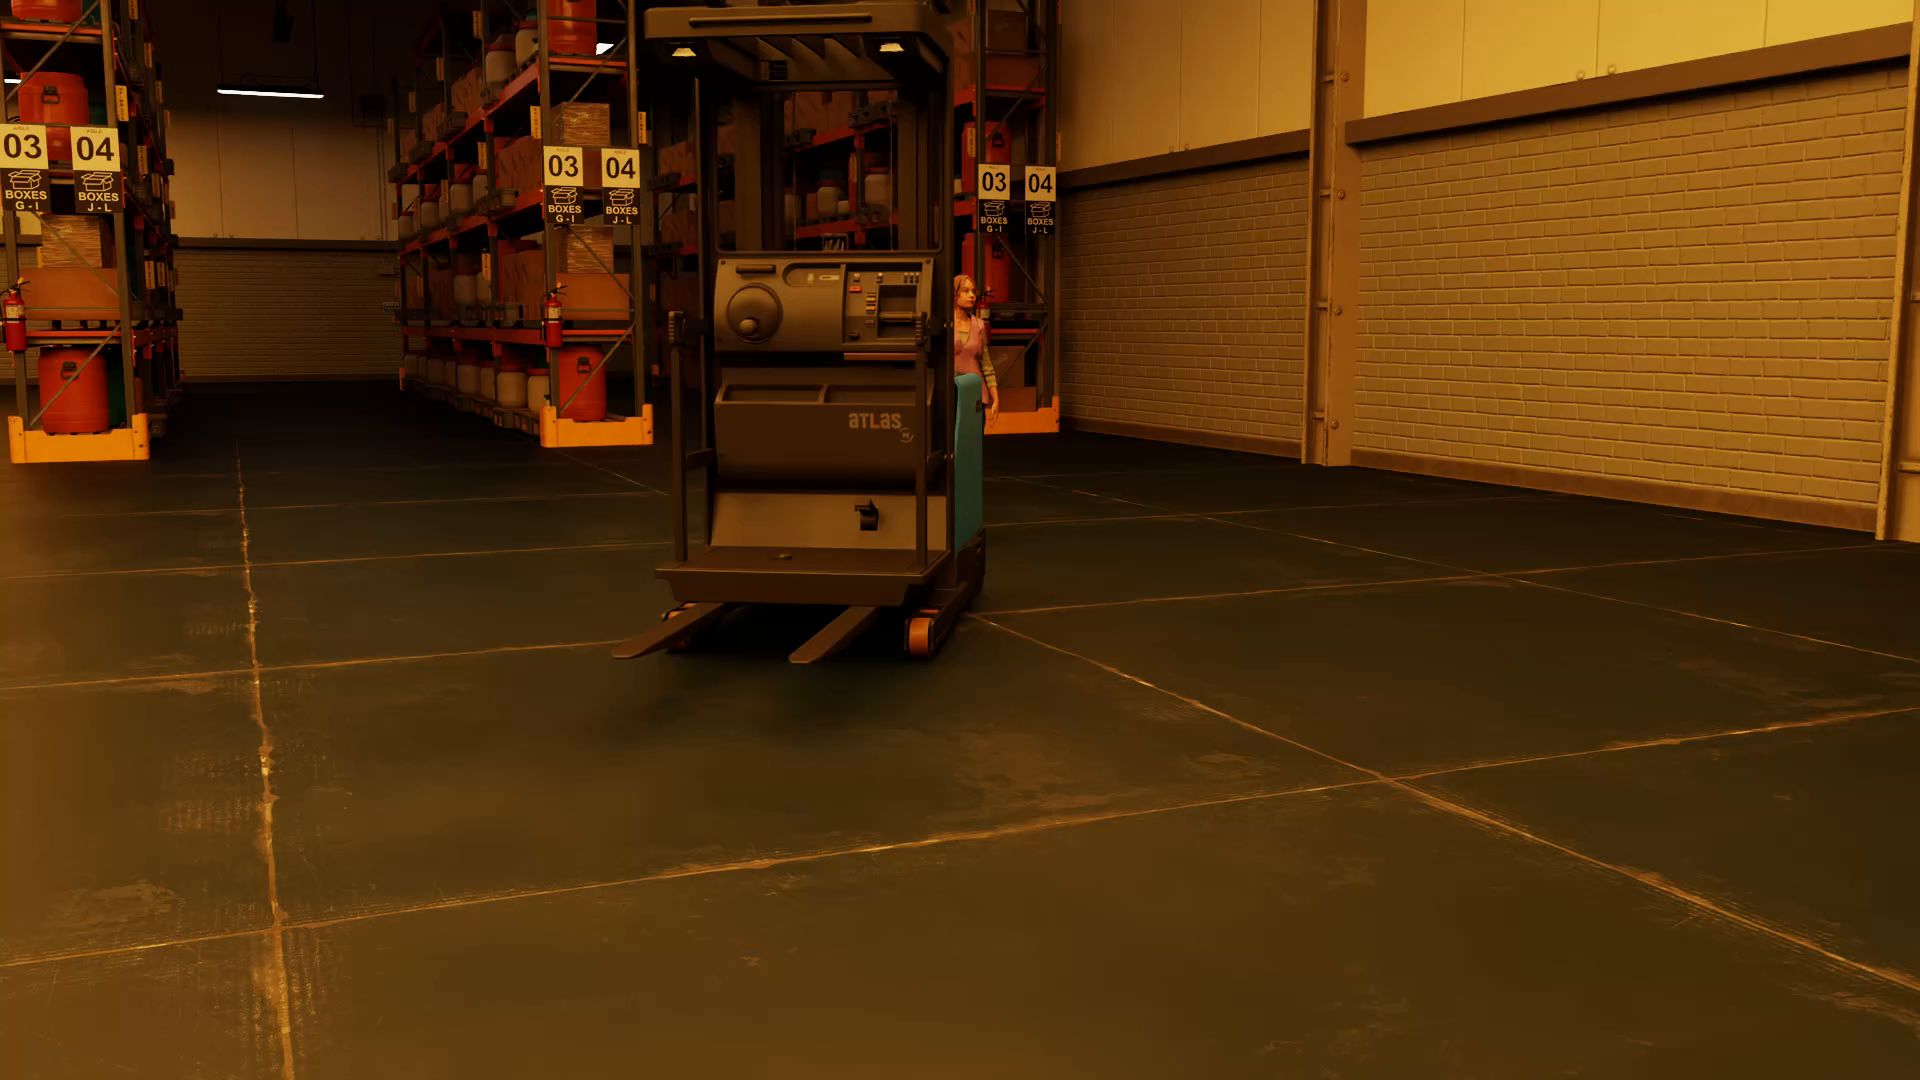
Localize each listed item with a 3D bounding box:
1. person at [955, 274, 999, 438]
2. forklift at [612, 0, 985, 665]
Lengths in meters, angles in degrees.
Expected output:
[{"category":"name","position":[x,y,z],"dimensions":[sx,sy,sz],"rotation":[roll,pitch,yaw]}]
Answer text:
[{"category":"person","position":[0.017,-0.789,9.975],"dimensions":[0.520,1.599,0.473],"rotation":[-3,8,-23]},{"category":"forklift","position":[-0.602,-1.034,6.783],"dimensions":[1.130,2.935,3.031],"rotation":[1,8,8]}]
